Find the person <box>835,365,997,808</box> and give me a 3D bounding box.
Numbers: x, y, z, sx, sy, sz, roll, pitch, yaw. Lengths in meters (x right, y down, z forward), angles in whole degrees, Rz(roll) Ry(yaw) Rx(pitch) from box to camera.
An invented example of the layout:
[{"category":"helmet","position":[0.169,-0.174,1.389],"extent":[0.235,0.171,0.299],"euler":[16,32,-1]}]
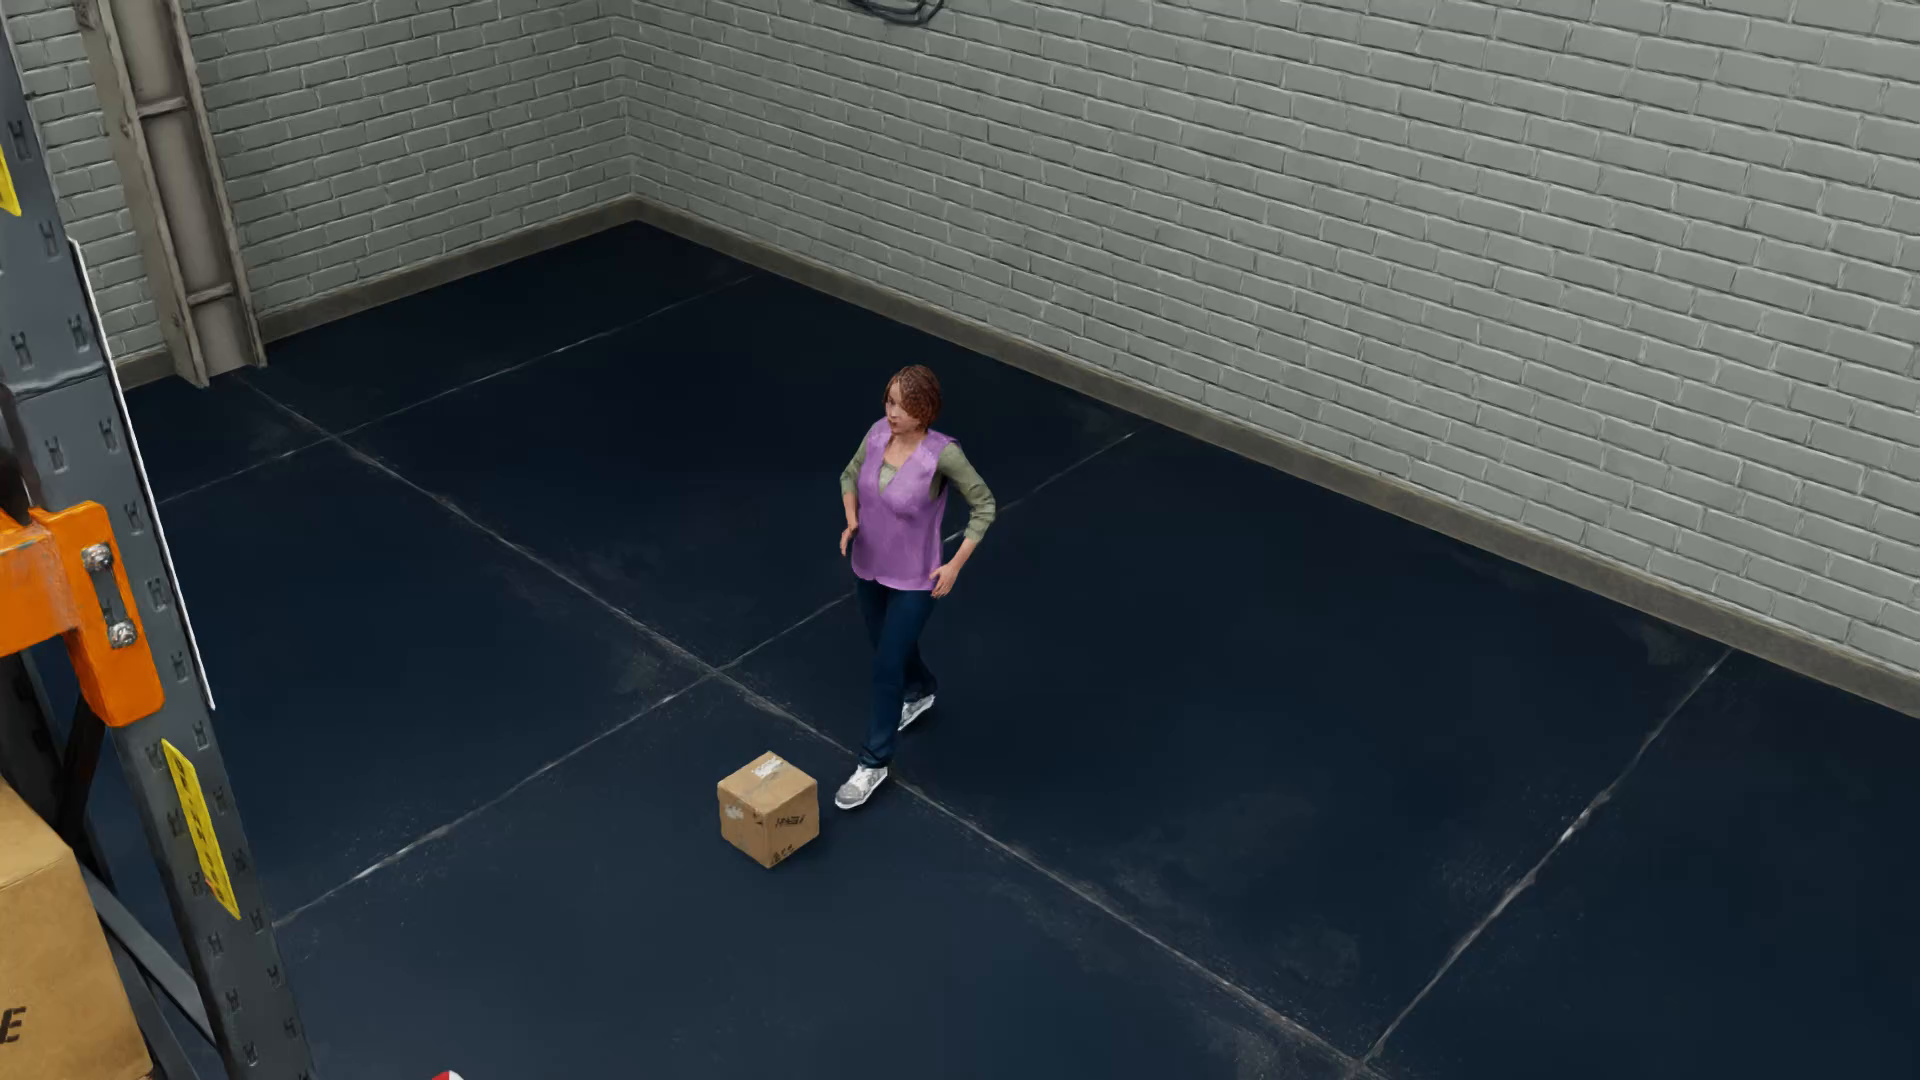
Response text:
[{"category":"person","position":[-0.263,0.153,5.873],"extent":[0.586,1.581,0.704],"euler":[21,38,30]}]
